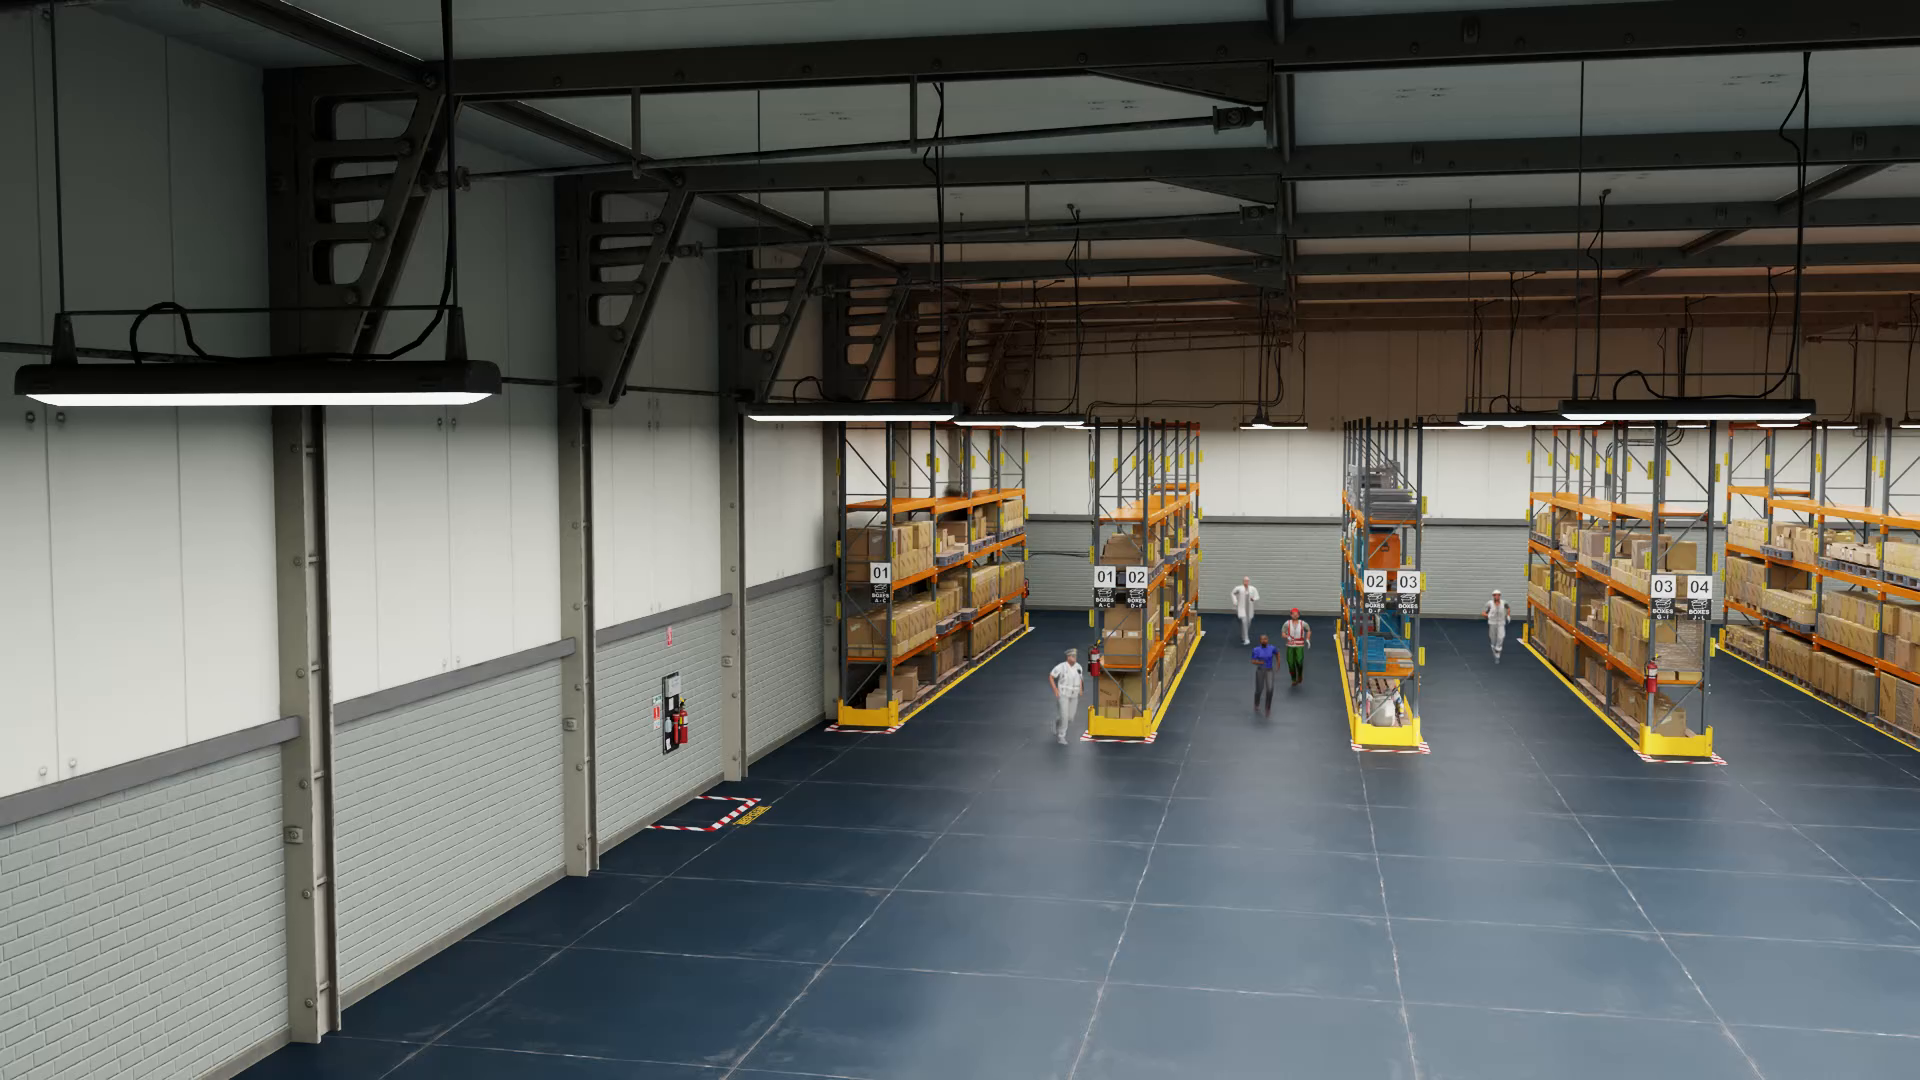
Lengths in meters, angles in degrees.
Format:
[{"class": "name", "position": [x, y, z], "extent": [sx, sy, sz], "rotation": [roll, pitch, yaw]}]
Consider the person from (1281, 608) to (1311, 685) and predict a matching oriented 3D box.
[{"class": "person", "position": [7.550, 2.406, 37.440], "extent": [0.643, 1.745, 0.618], "rotation": [1, 4, 16]}]

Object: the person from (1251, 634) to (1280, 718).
[{"class": "person", "position": [6.157, 2.727, 33.546], "extent": [0.586, 1.693, 0.880], "rotation": [0, 4, 7]}]

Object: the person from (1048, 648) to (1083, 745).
[{"class": "person", "position": [1.992, 2.877, 30.856], "extent": [0.699, 1.751, 0.696], "rotation": [-2, 4, -26]}]

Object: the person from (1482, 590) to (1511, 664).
[{"class": "person", "position": [13.362, 2.158, 41.423], "extent": [0.690, 1.848, 0.913], "rotation": [1, 4, 12]}]

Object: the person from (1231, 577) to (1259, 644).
[{"class": "person", "position": [7.737, 1.886, 44.972], "extent": [0.707, 1.777, 0.966], "rotation": [0, 4, -7]}]
